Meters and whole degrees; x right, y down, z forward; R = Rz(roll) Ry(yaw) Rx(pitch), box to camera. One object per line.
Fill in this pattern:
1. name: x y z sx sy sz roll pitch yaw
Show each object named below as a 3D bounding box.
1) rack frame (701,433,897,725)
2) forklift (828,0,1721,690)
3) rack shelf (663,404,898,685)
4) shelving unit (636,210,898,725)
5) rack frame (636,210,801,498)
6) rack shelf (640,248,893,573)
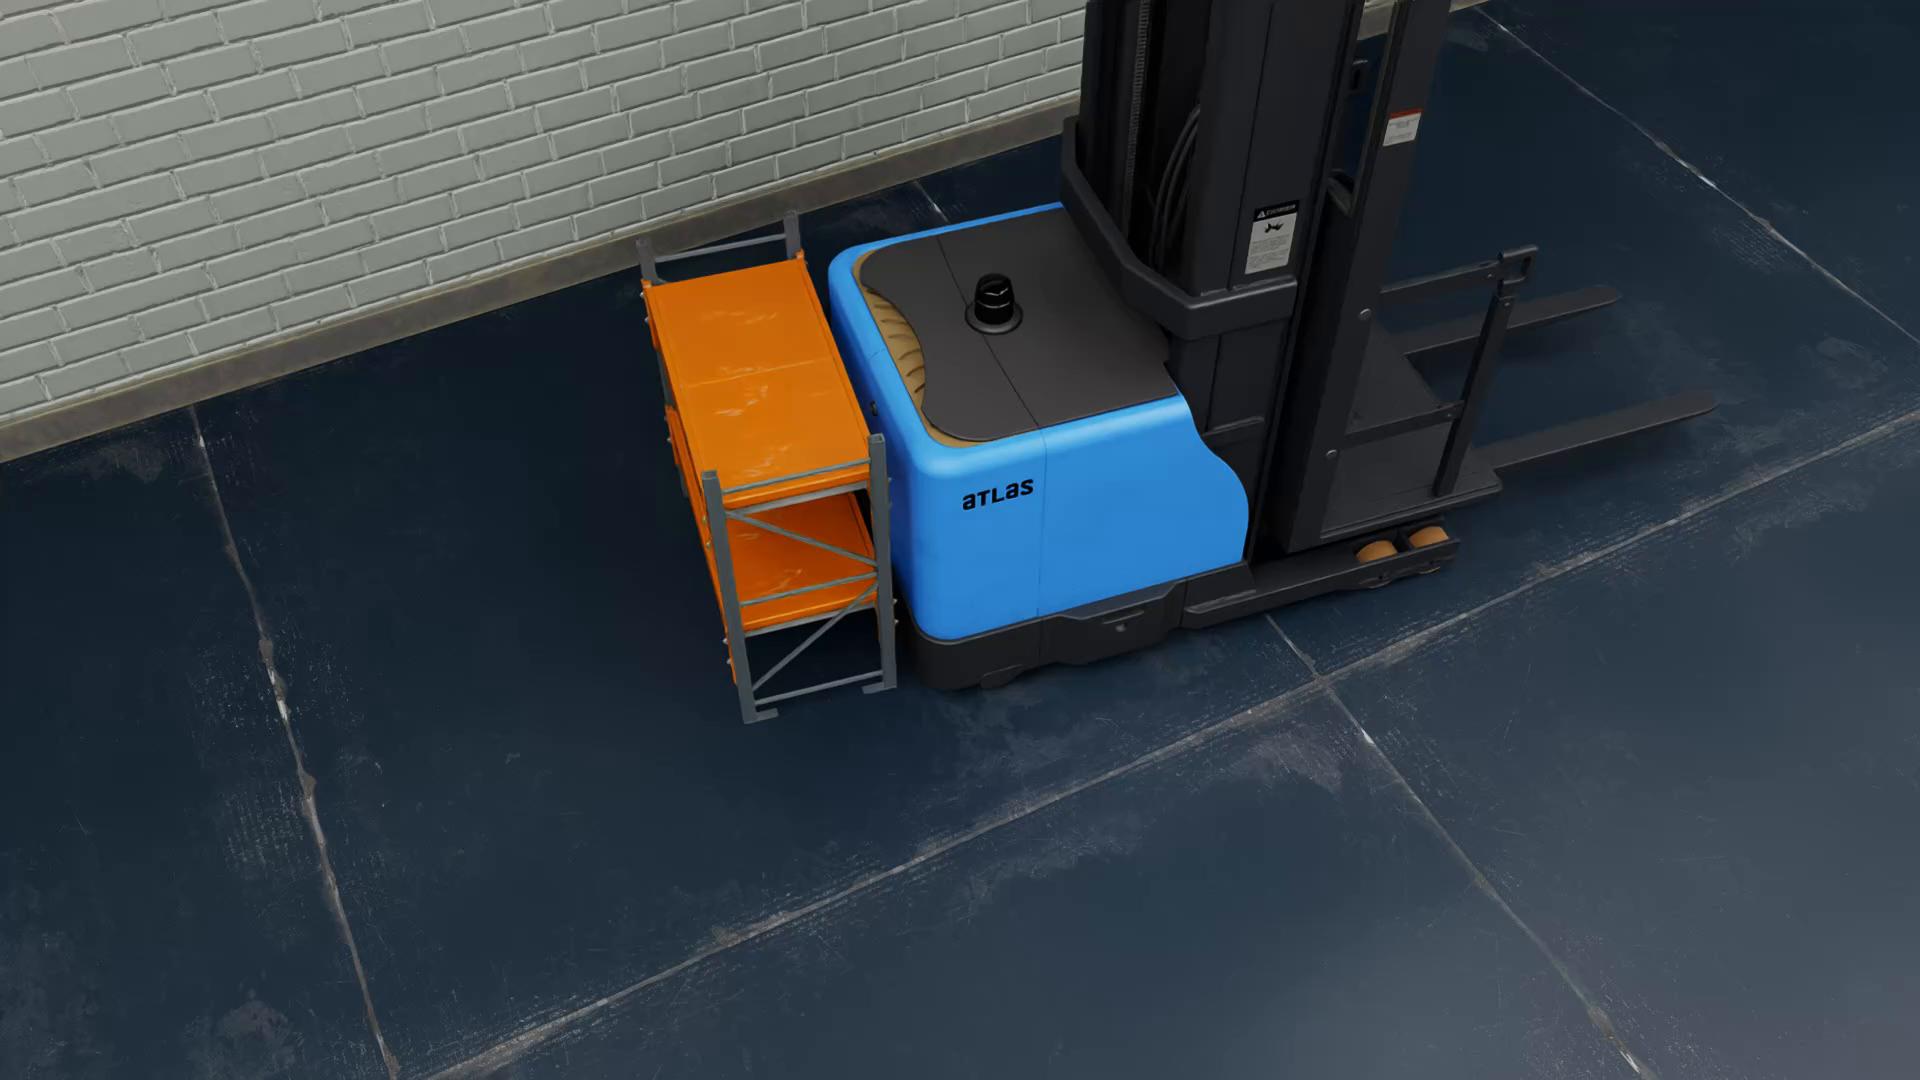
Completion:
1. rack frame: -0.445 0.146 4.875 0.500 1.125 0.032 -13 50 -11
2. forklift: 1.154 -1.167 4.824 3.031 2.935 1.130 -15 50 -12
3. rack shelf: -0.594 -0.059 5.379 0.538 0.278 1.000 -13 50 -11
4. shelving unit: -0.594 -0.220 5.195 0.538 1.125 1.048 -13 50 -11
5. rack frame: -0.743 -0.586 5.515 0.500 1.125 0.032 -13 50 -11
6. rack shelf: -0.594 -0.412 4.974 0.538 0.278 1.000 -13 50 -11
